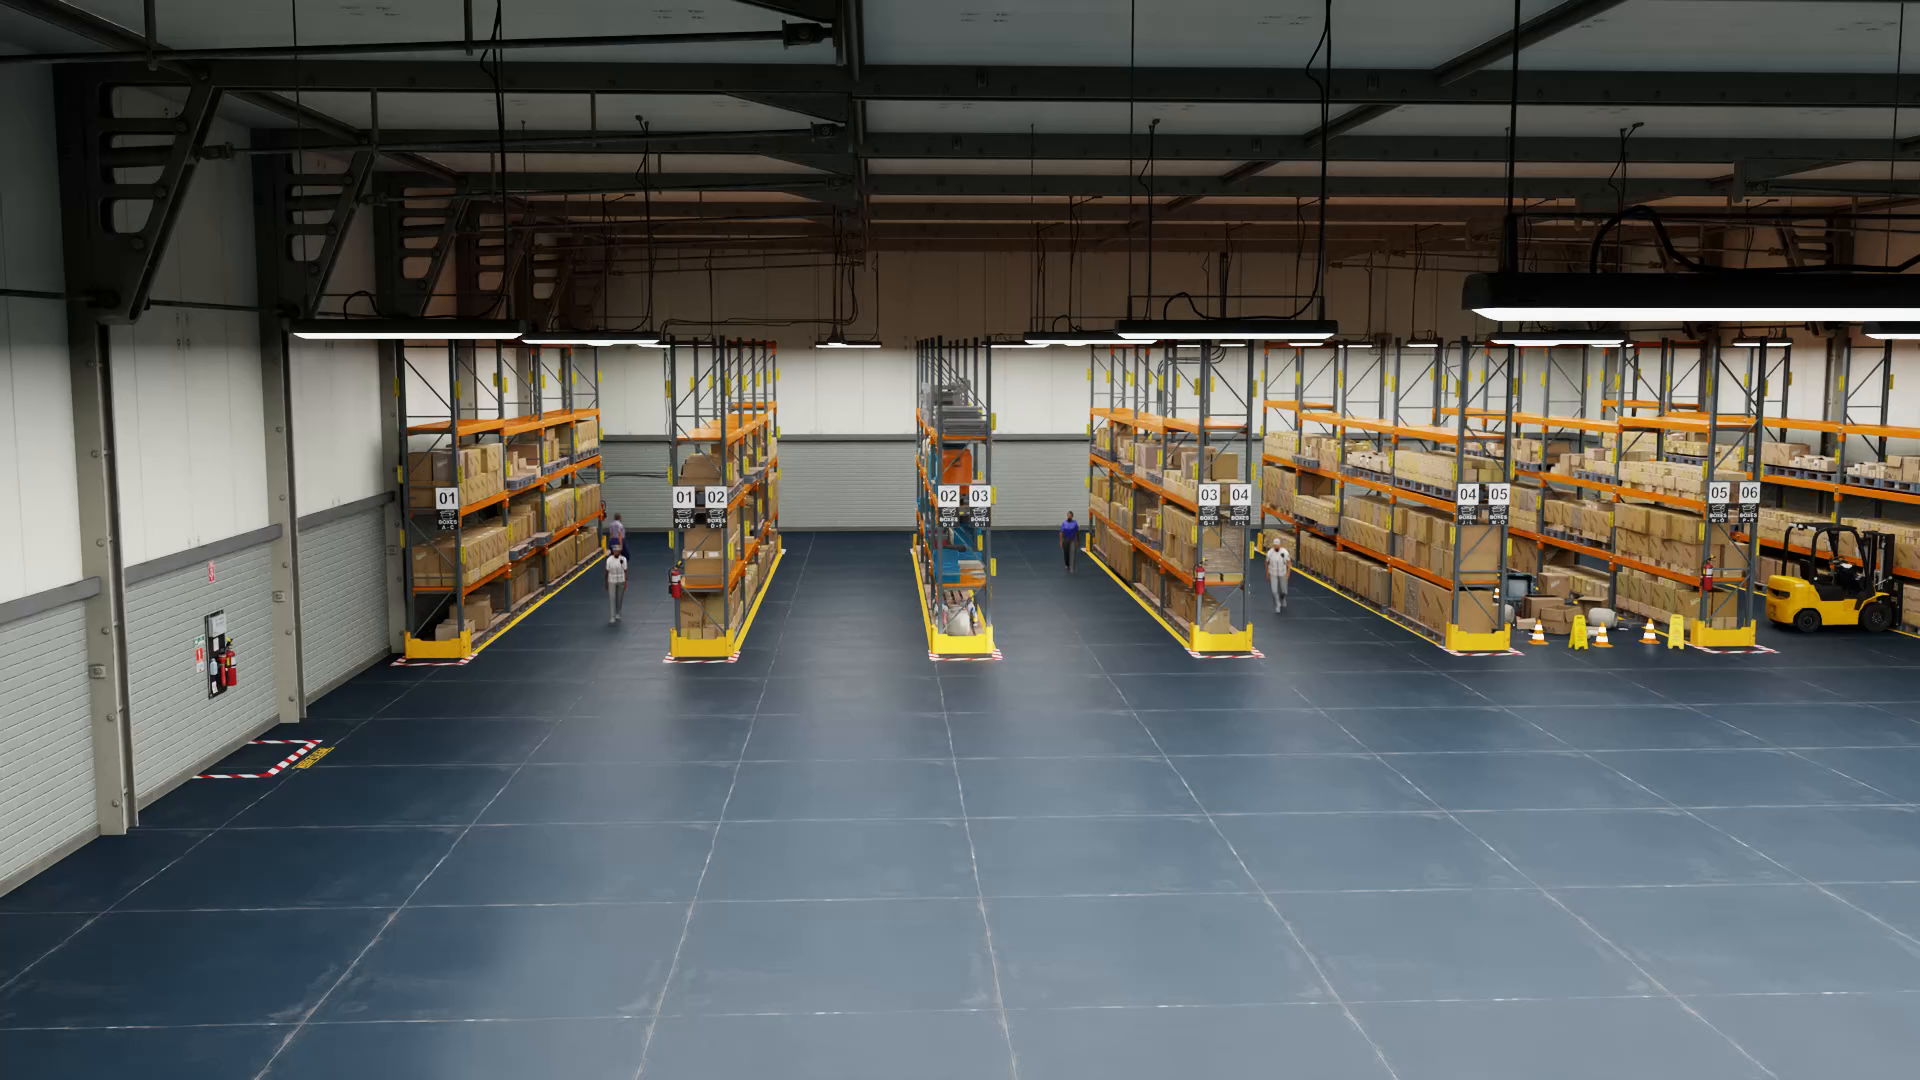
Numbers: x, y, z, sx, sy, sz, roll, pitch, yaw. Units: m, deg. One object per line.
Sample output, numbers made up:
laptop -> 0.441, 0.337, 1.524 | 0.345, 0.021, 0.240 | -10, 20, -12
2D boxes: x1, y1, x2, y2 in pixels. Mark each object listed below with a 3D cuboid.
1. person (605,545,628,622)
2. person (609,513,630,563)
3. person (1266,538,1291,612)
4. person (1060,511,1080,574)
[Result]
person -> -7.264, 0.902, 35.154 | 0.500, 1.626, 0.961 | -3, 7, -24
person -> -8.656, 0.126, 42.045 | 0.525, 1.633, 0.440 | 3, 7, 25
person -> 7.023, 0.757, 36.697 | 0.537, 1.634, 0.681 | 1, 7, 12
person -> 2.831, 0.043, 42.892 | 0.522, 1.587, 1.051 | 0, 6, 3
